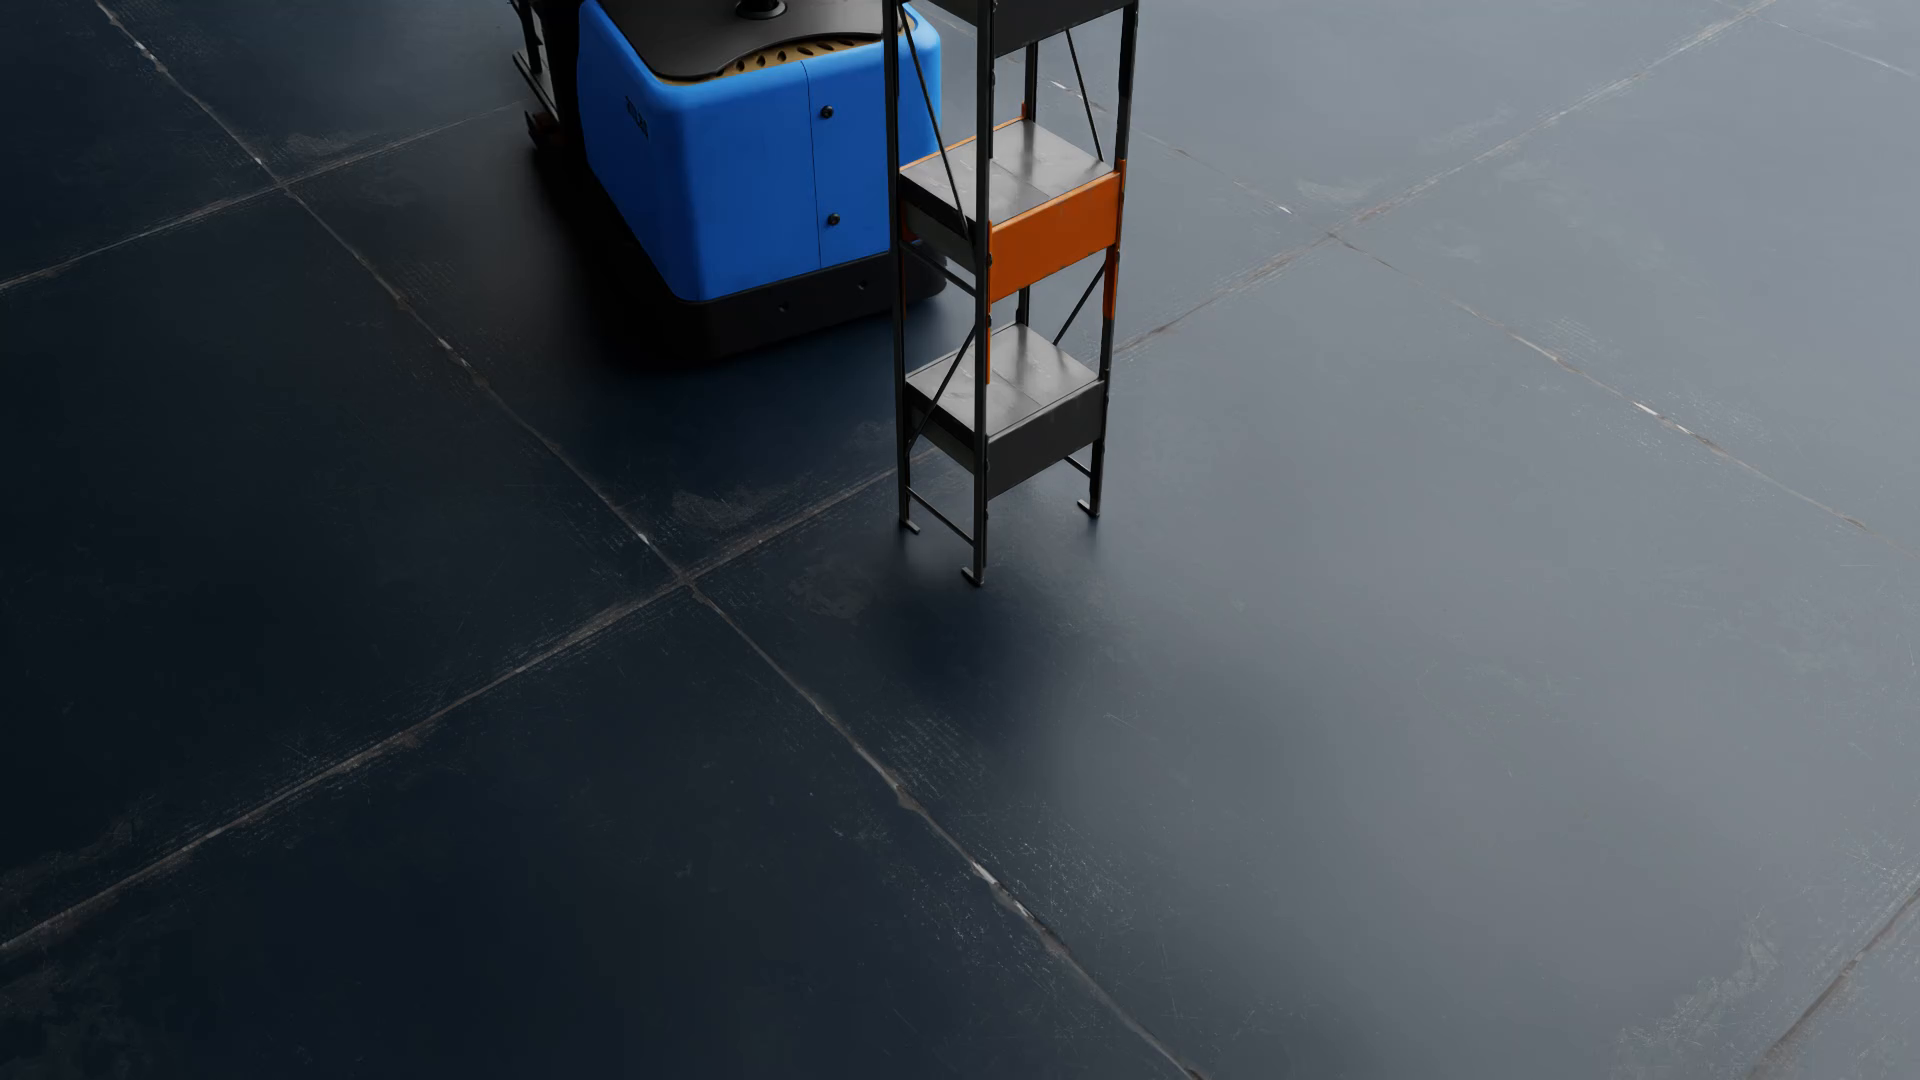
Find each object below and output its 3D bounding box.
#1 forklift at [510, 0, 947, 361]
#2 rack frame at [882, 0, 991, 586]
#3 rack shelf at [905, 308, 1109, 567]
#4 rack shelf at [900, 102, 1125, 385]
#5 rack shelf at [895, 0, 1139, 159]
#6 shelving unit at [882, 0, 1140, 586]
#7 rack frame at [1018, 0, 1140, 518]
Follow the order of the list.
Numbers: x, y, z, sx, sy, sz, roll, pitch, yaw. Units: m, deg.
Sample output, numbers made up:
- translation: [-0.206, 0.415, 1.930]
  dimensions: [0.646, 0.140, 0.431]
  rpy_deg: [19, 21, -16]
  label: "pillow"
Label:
- translation: [-1.159, -2.704, 5.988]
  dimensions: [1.130, 2.935, 3.031]
  rpy_deg: [-19, 46, -19]
  label: "forklift"
- translation: [-0.060, -0.731, 4.494]
  dimensions: [0.015, 2.100, 0.400]
  rpy_deg: [-30, 51, -28]
  label: "rack frame"
- translation: [0.127, -0.318, 5.097]
  dimensions: [0.480, 0.518, 0.431]
  rpy_deg: [-30, 51, -28]
  label: "rack shelf"
- translation: [0.127, -0.828, 4.618]
  dimensions: [0.480, 0.518, 0.431]
  rpy_deg: [-30, 51, -28]
  label: "rack shelf"
- translation: [0.127, -1.338, 4.139]
  dimensions: [0.480, 0.518, 0.431]
  rpy_deg: [-30, 51, -28]
  label: "rack shelf"
- translation: [0.127, -0.838, 4.609]
  dimensions: [0.503, 2.100, 0.431]
  rpy_deg: [-30, 51, -28]
  label: "shelving unit"
- translation: [0.314, -0.945, 4.723]
  dimensions: [0.015, 2.100, 0.400]
  rpy_deg: [-30, 51, -28]
  label: "rack frame"
